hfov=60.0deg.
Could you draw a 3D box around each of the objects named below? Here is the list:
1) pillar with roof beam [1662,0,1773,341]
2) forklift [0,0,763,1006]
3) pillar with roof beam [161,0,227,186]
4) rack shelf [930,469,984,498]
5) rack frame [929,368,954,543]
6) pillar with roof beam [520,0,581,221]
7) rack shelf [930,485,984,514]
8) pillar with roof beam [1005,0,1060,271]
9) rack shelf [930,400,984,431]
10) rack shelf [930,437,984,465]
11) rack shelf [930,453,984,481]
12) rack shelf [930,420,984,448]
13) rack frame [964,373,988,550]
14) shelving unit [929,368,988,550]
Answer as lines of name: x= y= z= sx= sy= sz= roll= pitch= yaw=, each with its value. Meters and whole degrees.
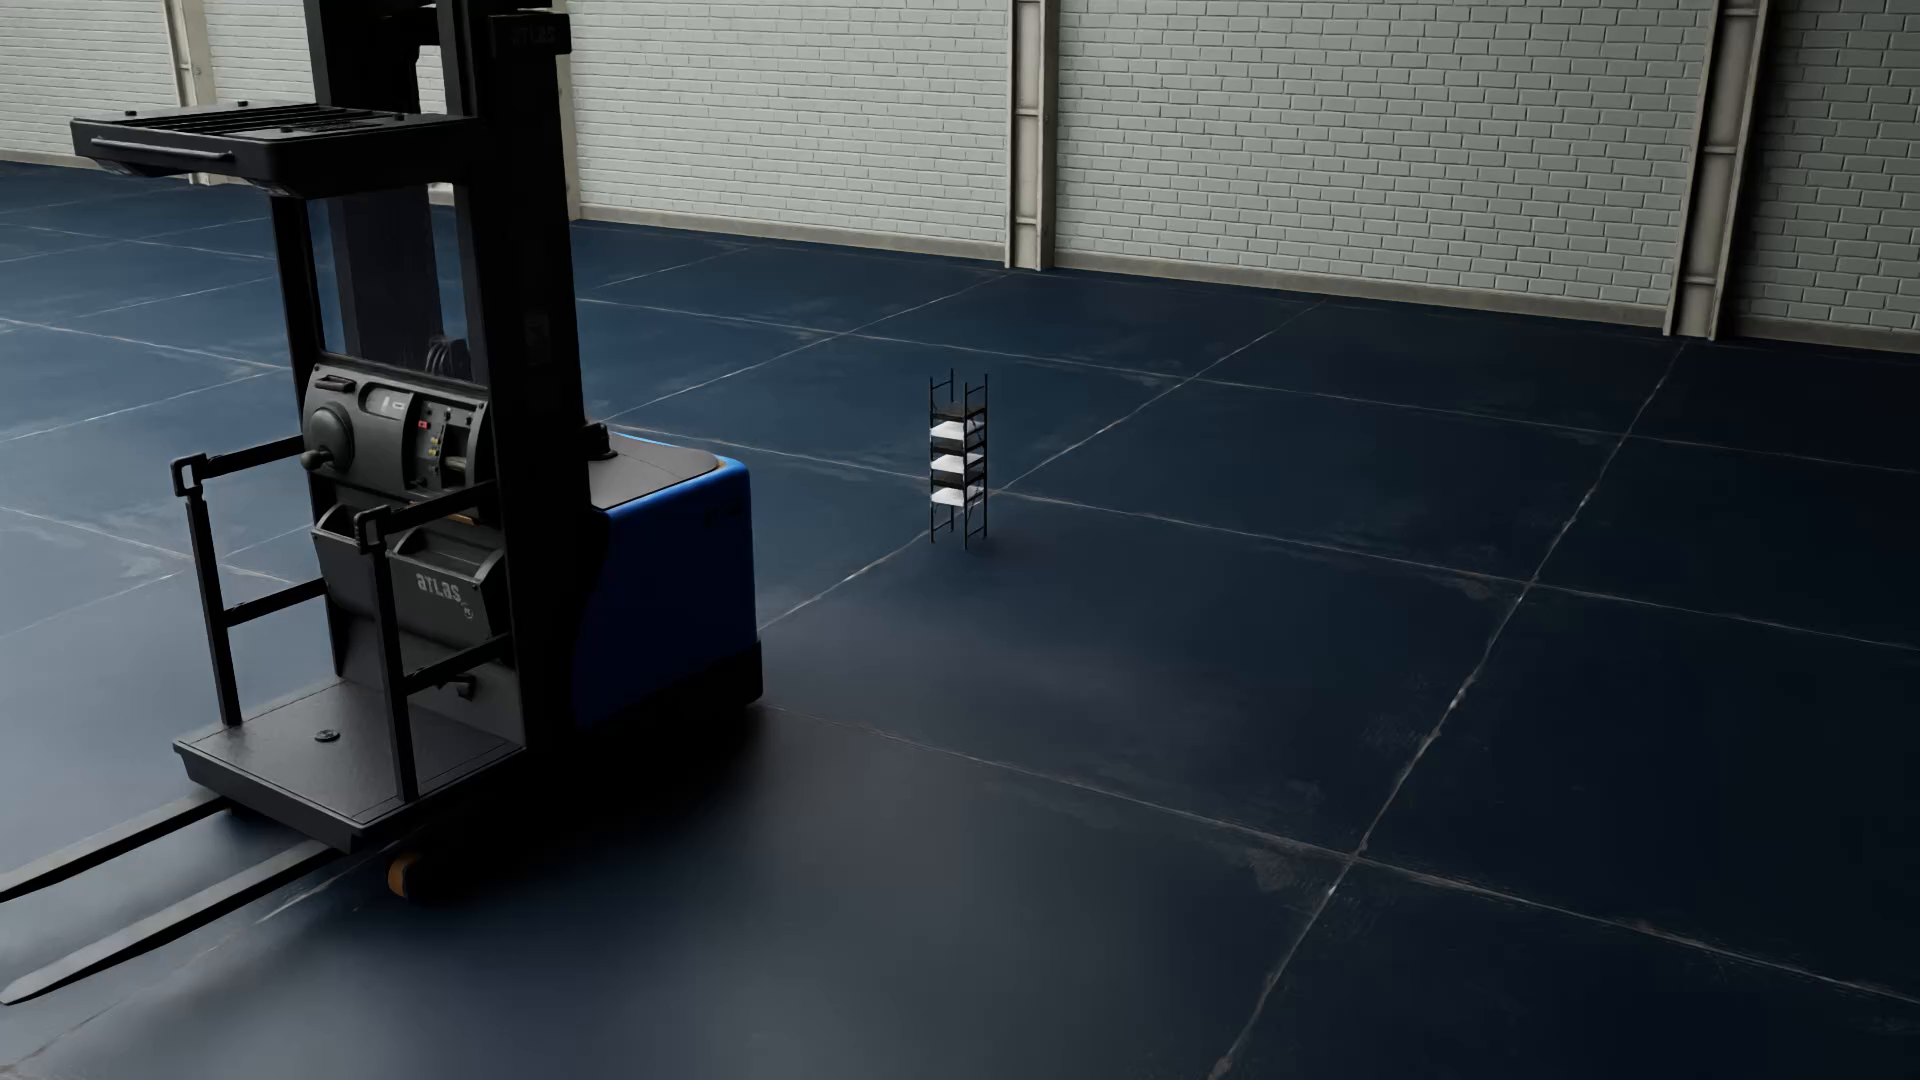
pillar with roof beam: x=3.819 y=-4.615 z=8.391 sx=0.400 sy=9.000 sz=9.100 roll=11 pitch=23 yaw=27
forklift: x=-2.070 y=-0.361 z=5.561 sx=1.130 sy=2.935 sz=3.031 roll=13 pitch=24 yaw=32
pillar with roof beam: x=-11.896 y=-7.608 z=16.643 sx=0.400 sy=9.000 sz=9.100 roll=11 pitch=23 yaw=27
rack shelf: x=-0.007 y=-0.308 z=8.757 sx=0.200 sy=0.077 sz=0.258 roll=11 pitch=23 yaw=27
rack frame: x=-0.096 y=-0.441 z=8.762 sx=0.006 sy=0.900 sz=0.240 roll=11 pitch=23 yaw=27
pillar with roof beam: x=-6.658 y=-6.610 z=13.892 sx=0.400 sy=9.000 sz=9.100 roll=11 pitch=23 yaw=27
rack shelf: x=-0.007 y=-0.224 z=8.788 sx=0.200 sy=0.077 sz=0.258 roll=11 pitch=23 yaw=27
pillar with roof beam: x=-1.419 y=-5.613 z=11.141 sx=0.400 sy=9.000 sz=9.100 roll=11 pitch=23 yaw=27
rack shelf: x=-0.007 y=-0.647 z=8.635 sx=0.200 sy=0.077 sz=0.258 roll=11 pitch=23 yaw=27
rack shelf: x=-0.007 y=-0.478 z=8.696 sx=0.200 sy=0.077 sz=0.258 roll=11 pitch=23 yaw=27
rack shelf: x=-0.007 y=-0.393 z=8.727 sx=0.200 sy=0.077 sz=0.258 roll=11 pitch=23 yaw=27
rack shelf: x=-0.007 y=-0.562 z=8.665 sx=0.200 sy=0.077 sz=0.258 roll=11 pitch=23 yaw=27
rack frame: x=0.082 y=-0.407 z=8.669 sx=0.006 sy=0.900 sz=0.240 roll=11 pitch=23 yaw=27
shelving unit: x=-0.007 y=-0.424 z=8.715 sx=0.210 sy=0.900 sz=0.258 roll=11 pitch=23 yaw=27
